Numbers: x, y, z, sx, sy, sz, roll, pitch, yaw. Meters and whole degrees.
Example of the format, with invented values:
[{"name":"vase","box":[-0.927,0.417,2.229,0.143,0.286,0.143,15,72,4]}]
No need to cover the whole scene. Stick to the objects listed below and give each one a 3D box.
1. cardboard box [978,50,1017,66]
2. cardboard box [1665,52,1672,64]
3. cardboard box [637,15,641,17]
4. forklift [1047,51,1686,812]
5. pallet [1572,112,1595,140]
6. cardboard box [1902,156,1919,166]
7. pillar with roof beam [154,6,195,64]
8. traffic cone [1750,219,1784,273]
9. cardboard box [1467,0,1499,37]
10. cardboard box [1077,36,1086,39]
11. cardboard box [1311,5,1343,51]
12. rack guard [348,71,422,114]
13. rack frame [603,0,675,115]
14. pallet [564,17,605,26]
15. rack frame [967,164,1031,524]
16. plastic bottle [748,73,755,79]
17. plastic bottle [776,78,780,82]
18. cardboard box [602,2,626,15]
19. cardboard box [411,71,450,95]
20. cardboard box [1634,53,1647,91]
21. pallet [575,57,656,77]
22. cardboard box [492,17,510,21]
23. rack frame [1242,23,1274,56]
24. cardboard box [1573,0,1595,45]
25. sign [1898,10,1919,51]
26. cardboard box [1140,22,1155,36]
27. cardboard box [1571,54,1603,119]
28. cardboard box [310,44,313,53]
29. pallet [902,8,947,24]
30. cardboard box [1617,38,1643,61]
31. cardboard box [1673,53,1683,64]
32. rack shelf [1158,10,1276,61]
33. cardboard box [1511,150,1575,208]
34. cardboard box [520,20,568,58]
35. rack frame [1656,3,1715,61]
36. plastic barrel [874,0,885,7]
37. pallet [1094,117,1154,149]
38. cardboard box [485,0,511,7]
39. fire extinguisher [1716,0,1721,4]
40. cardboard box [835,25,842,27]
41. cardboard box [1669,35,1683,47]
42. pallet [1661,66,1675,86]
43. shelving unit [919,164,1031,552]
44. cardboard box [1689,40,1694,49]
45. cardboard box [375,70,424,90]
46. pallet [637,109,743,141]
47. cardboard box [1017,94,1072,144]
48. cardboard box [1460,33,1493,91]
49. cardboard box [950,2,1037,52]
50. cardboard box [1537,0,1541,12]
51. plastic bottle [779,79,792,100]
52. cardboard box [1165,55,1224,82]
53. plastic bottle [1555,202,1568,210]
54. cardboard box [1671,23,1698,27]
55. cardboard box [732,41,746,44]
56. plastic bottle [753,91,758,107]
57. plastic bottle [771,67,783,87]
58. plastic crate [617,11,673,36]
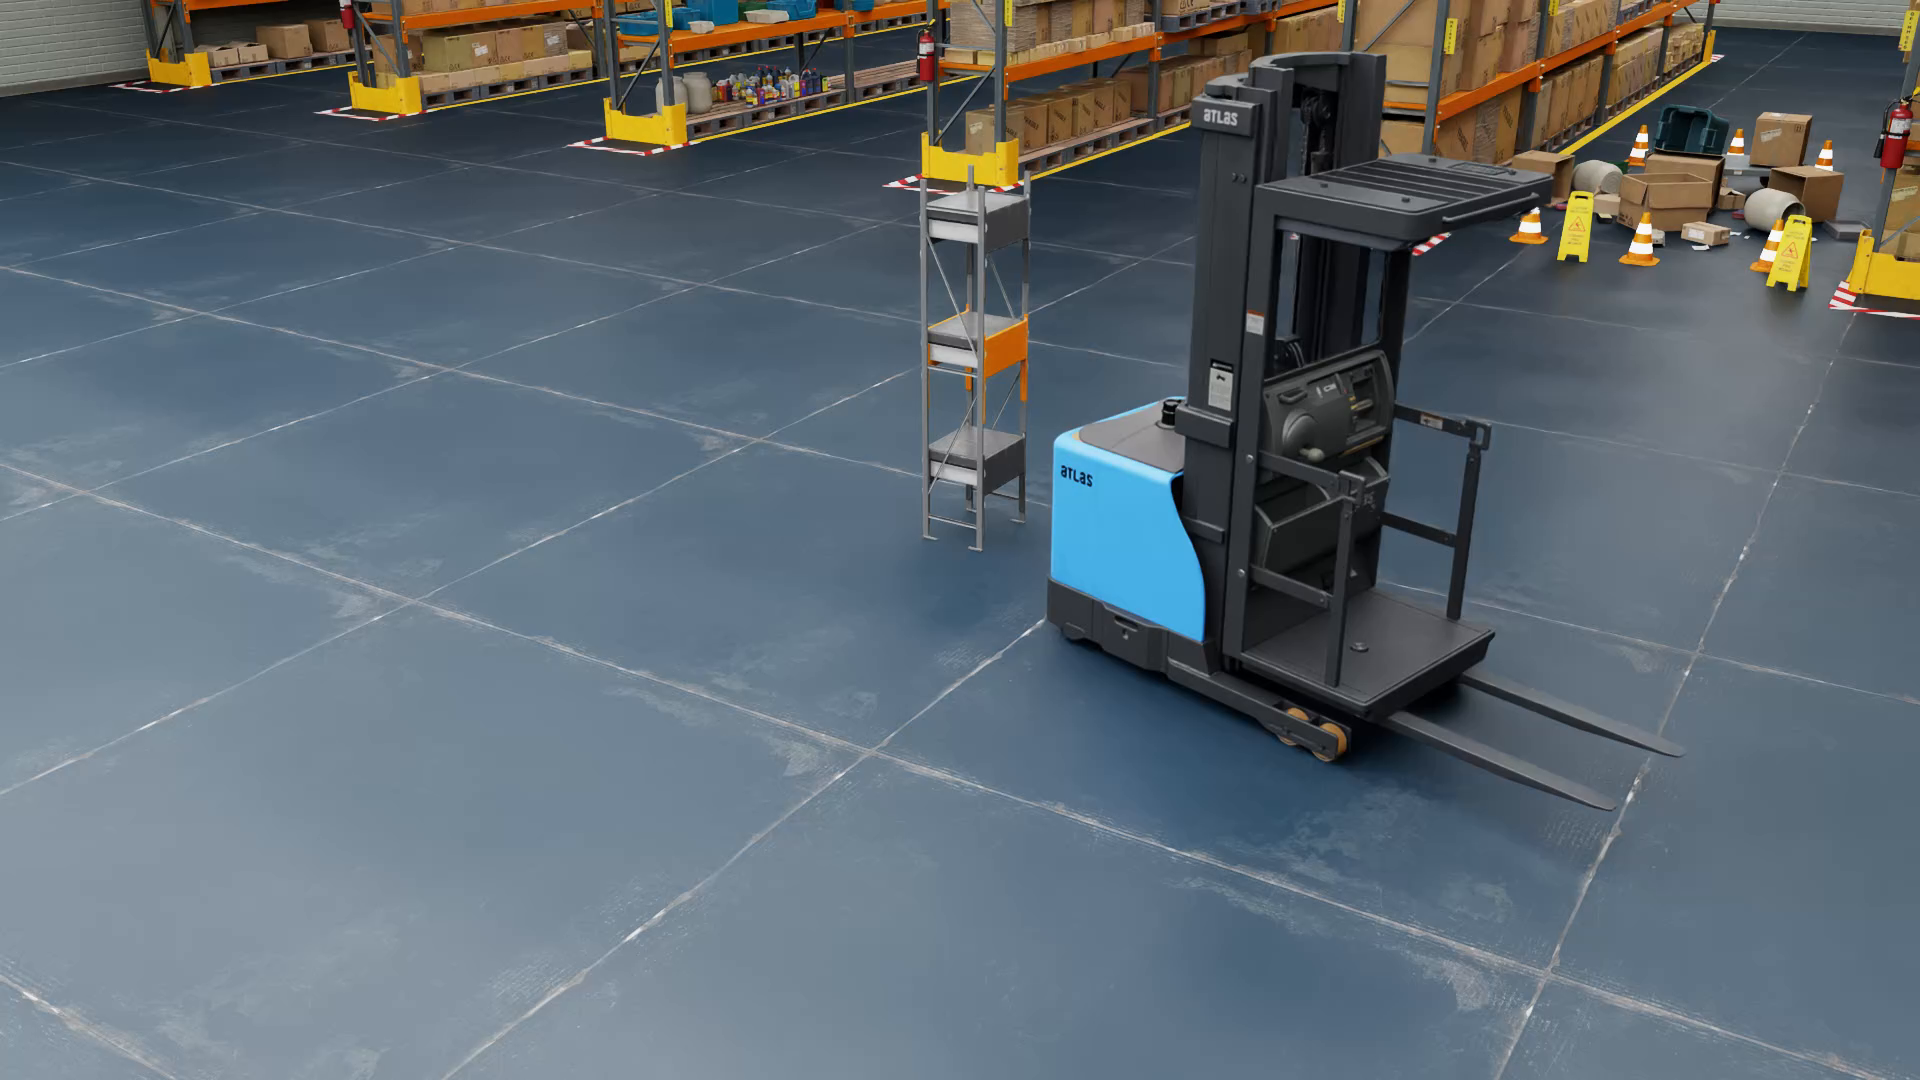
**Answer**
[{"name":"cardboard box","box":[0.426,-5.518,19.038,0.380,0.149,0.250,14,27,29]},{"name":"cardboard box","box":[11.026,-7.640,26.308,0.380,0.149,0.250,15,28,31]},{"name":"cardboard box","box":[-5.458,-8.913,28.790,0.500,0.311,0.500,13,27,28]},{"name":"forklift","box":[1.823,-0.583,7.407,1.130,2.935,3.031,-20,31,-39]},{"name":"pallet","box":[7.973,-5.684,22.614,1.003,0.211,1.213,14,27,29]},{"name":"cardboard box","box":[8.830,-3.546,15.338,0.380,0.149,0.250,15,27,30]},{"name":"pillar with roof beam","box":[-9.260,-10.970,23.763,9.100,9.000,0.400,14,27,29]},{"name":"traffic cone","box":[7.623,-2.762,15.547,0.336,0.463,0.334,14,27,29]},{"name":"cardboard box","box":[5.085,-5.561,17.272,0.875,0.550,0.550,14,27,29]},{"name":"cardboard box","box":[1.319,-6.116,20.419,0.380,0.149,0.250,14,27,29]},{"name":"cardboard box","box":[5.612,-8.333,27.370,1.225,0.875,0.875,13,27,27]},{"name":"rack guard","box":[-8.354,-6.509,24.157,1.175,0.500,0.348,14,27,29]},{"name":"rack frame","box":[-4.135,-6.625,21.279,1.000,3.000,0.127,14,27,29]},{"name":"pallet","box":[-7.852,-10.372,33.444,1.003,0.211,1.213,14,27,29]},{"name":"rack frame","box":[0.216,-1.102,9.652,0.400,2.100,0.015,14,27,29]},{"name":"plastic bottle","box":[-3.025,-6.634,24.165,0.061,0.283,0.133,15,28,31]},{"name":"plastic bottle","box":[-2.571,-6.447,23.733,0.061,0.283,0.133,14,27,29]},{"name":"cardboard box","box":[-7.365,-11.123,33.845,0.750,0.750,0.750,14,27,29]},{"name":"cardboard box","box":[-7.869,-6.730,24.452,0.500,0.250,0.500,14,27,29]},{"name":"cardboard box","box":[9.842,-6.962,24.673,0.500,0.500,0.500,13,27,28]},{"name":"pallet","box":[-5.876,-7.992,27.945,1.003,0.211,1.213,14,27,29]},{"name":"cardboard box","box":[-9.038,-10.053,31.789,0.700,0.500,0.500,14,27,29]},{"name":"rack frame","box":[4.293,-8.287,25.118,1.000,3.000,0.127,14,27,29]},{"name":"cardboard box","box":[7.649,-6.541,20.958,0.500,0.500,0.500,14,27,30]},{"name":"sign","box":[8.031,-4.310,14.075,0.100,0.325,0.005,14,27,29]},{"name":"cardboard box","box":[2.319,-6.688,21.739,0.380,0.149,0.250,14,27,29]},{"name":"cardboard box","box":[8.056,-6.188,22.571,1.050,0.750,0.750,13,27,28]},{"name":"cardboard box","box":[-11.302,-8.409,28.435,0.380,0.149,0.250,12,26,25]},{"name":"pallet","box":[-1.005,-11.080,35.079,1.003,0.211,1.213,14,27,29]},{"name":"cardboard box","box":[9.562,-7.121,24.098,0.500,0.250,0.500,14,27,29]},{"name":"cardboard box","box":[11.678,-7.950,27.399,0.380,0.149,0.250,13,27,28]},{"name":"rack shelf","box":[3.238,-7.282,23.702,1.077,0.370,4.000,14,27,29]},{"name":"cardboard box","box":[6.396,-3.979,18.309,0.500,0.500,0.500,20,30,38]},{"name":"cardboard box","box":[-6.564,-7.921,26.260,0.500,0.500,0.500,14,27,29]},{"name":"rack frame","box":[12.673,-9.914,28.875,1.000,3.000,0.127,14,27,29]},{"name":"plastic barrel","box":[-1.334,-8.315,25.010,0.433,0.535,0.433,0,23,0]},{"name":"pallet","box":[1.859,-5.424,22.013,1.003,0.211,1.213,14,27,29]},{"name":"cardboard box","box":[-7.270,-8.388,25.225,0.700,0.500,0.500,15,27,31]},{"name":"fire extinguisher","box":[13.198,-9.696,28.938,0.296,0.674,0.183,14,27,29]},{"name":"cardboard box","box":[-2.561,-10.209,32.149,0.500,0.500,0.500,14,27,30]},{"name":"cardboard box","box":[11.530,-8.132,27.070,0.380,0.149,0.250,15,27,30]},{"name":"pallet","box":[10.888,-7.518,26.851,1.003,0.211,1.213,14,27,29]},{"name":"shelving unit","box":[0.087,-1.019,9.462,0.431,2.100,0.503,14,27,29]},{"name":"cardboard box","box":[12.103,-8.344,27.934,0.380,0.149,0.250,14,27,30]},{"name":"cardboard box","box":[-8.309,-6.838,24.703,0.500,0.250,0.500,14,27,29]},{"name":"pallet","box":[-3.702,-5.654,22.545,1.003,0.211,1.213,14,27,29]},{"name":"cardboard box","box":[1.049,-5.256,20.734,0.500,0.500,0.500,17,29,34]},{"name":"cardboard box","box":[5.064,-5.070,17.498,0.875,0.550,0.550,14,27,29]},{"name":"cardboard box","box":[0.386,-5.950,19.217,0.875,0.500,0.500,14,27,29]},{"name":"cardboard box","box":[6.600,-6.537,19.691,0.700,0.500,0.500,13,27,28]},{"name":"plastic bottle","box":[-2.480,-6.422,23.683,0.152,0.276,0.135,14,27,30]},{"name":"cardboard box","box":[3.382,-6.729,24.111,0.700,0.500,0.500,16,28,33]},{"name":"plastic bottle","box":[6.603,-3.609,18.011,0.283,0.061,0.133,5,24,11]},{"name":"cardboard box","box":[12.428,-8.767,28.537,0.380,0.149,0.250,14,27,30]},{"name":"cardboard box","box":[-4.191,-9.067,29.851,0.500,0.250,0.500,15,27,30]},{"name":"plastic bottle","box":[-2.859,-6.125,23.090,0.097,0.201,0.097,0,23,0]},{"name":"plastic bottle","box":[-2.681,-6.746,24.338,0.144,0.351,0.185,14,27,29]},{"name":"plastic crate","box":[-4.125,-6.789,21.843,0.499,0.251,0.616,14,27,29]}]
